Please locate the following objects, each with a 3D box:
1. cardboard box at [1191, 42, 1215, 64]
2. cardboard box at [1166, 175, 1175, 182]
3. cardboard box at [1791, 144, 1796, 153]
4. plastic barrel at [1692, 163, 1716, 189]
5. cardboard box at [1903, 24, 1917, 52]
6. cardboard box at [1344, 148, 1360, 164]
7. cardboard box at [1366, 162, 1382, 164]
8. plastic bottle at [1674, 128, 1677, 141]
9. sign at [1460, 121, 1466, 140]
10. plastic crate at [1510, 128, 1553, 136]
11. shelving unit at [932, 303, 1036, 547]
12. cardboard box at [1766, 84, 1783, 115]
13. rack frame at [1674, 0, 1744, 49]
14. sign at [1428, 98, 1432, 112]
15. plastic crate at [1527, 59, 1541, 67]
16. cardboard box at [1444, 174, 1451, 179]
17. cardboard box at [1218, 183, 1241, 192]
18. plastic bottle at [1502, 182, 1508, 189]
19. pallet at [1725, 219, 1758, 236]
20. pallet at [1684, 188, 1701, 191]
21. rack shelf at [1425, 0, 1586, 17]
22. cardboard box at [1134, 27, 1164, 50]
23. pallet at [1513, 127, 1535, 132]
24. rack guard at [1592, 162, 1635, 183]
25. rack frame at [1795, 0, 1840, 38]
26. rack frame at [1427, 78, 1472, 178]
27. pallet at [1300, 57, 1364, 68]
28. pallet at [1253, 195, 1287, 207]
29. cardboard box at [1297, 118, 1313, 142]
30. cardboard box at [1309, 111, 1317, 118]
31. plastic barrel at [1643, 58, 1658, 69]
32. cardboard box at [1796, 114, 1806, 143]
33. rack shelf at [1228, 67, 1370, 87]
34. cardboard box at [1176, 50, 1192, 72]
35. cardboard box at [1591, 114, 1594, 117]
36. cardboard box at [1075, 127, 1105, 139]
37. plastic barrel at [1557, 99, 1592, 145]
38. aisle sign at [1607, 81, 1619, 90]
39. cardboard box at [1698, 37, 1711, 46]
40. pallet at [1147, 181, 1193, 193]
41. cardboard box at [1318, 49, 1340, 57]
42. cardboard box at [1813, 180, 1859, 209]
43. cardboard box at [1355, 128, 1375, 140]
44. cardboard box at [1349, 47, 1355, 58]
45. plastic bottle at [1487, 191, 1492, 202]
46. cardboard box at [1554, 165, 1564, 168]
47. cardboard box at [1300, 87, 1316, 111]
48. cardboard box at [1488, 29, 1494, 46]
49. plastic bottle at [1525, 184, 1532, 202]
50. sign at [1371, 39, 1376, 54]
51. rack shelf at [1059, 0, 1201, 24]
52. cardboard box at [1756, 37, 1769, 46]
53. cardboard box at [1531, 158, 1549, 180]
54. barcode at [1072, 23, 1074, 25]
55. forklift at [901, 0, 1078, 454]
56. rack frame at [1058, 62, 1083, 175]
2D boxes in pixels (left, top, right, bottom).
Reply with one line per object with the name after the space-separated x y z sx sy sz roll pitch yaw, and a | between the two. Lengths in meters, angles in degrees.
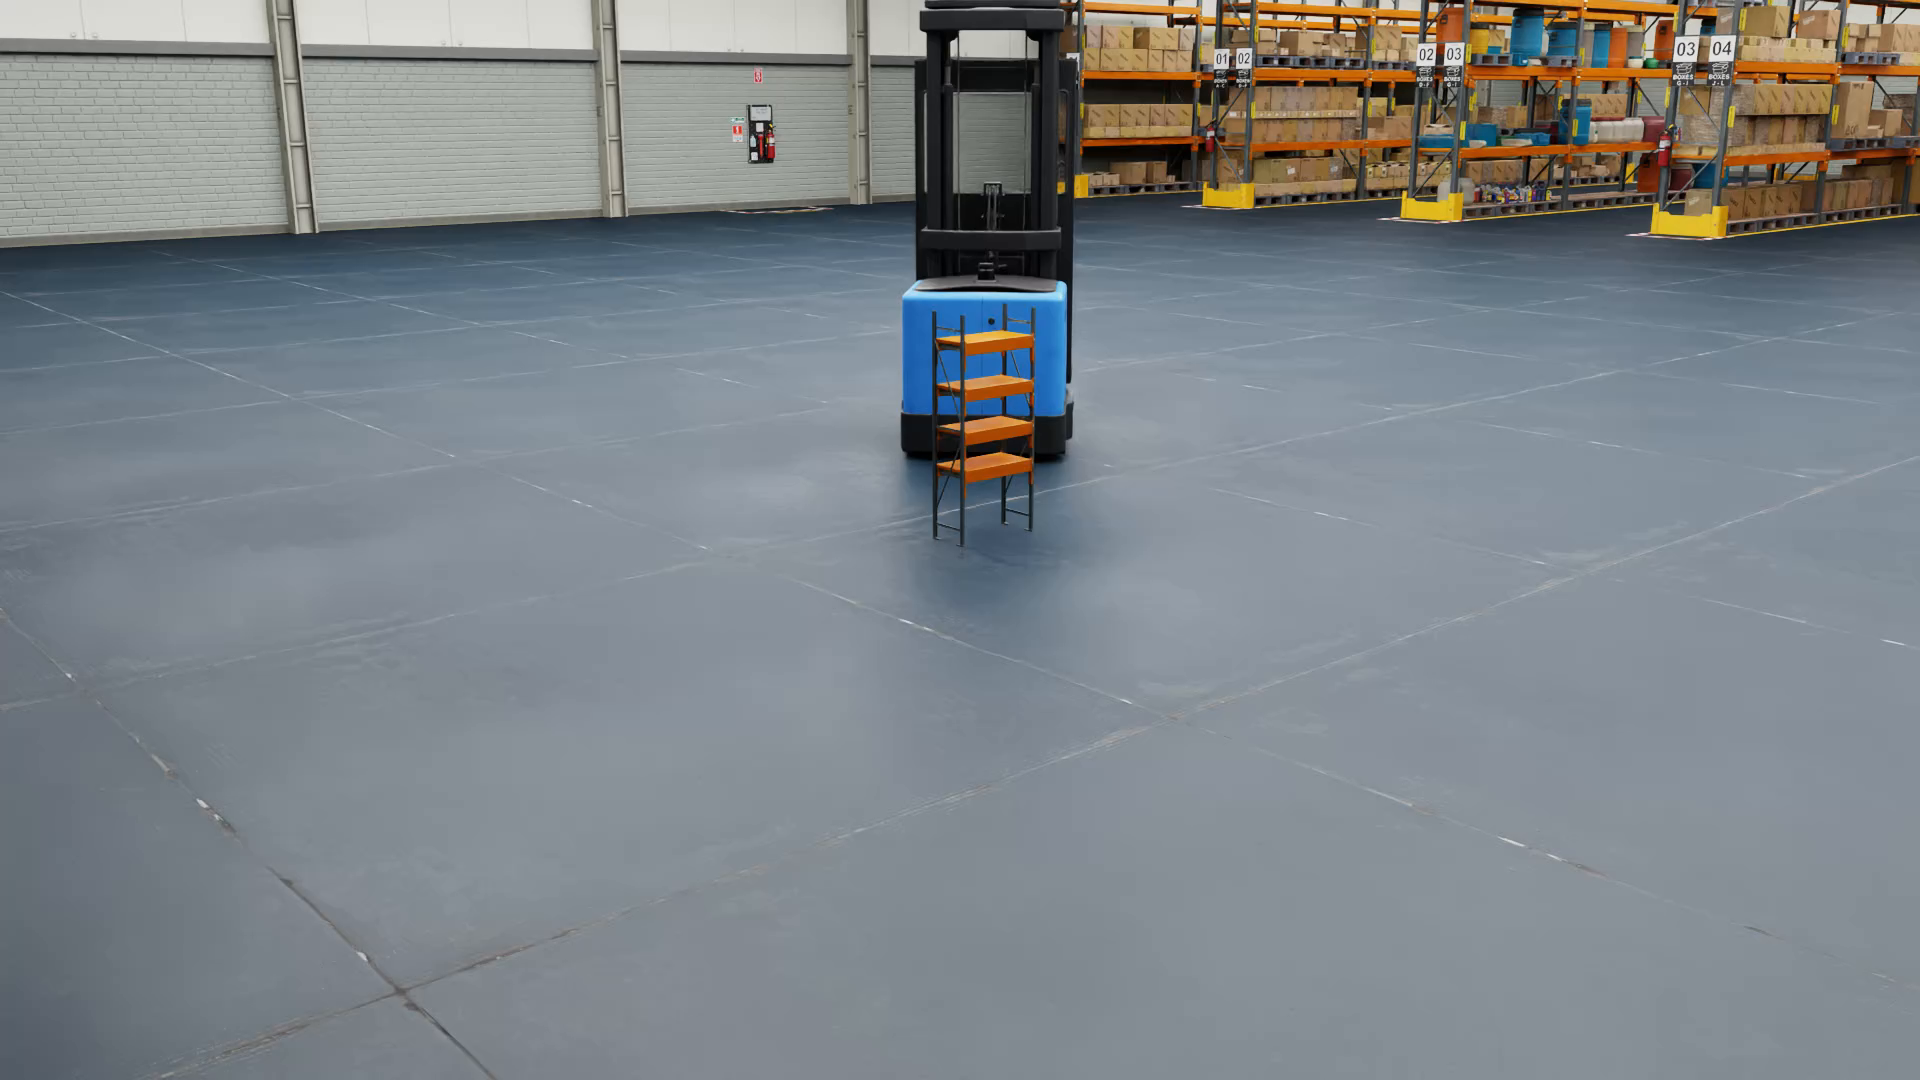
5.901 -11.915 40.724 0.500 0.500 0.500 -9 18 -32 | cardboard box
5.052 -8.885 40.837 0.380 0.166 0.250 13 20 40 | cardboard box
14.408 -6.878 29.172 0.250 0.149 0.380 -13 19 -39 | cardboard box
17.018 -8.544 38.178 0.708 0.901 0.600 -13 19 -39 | plastic barrel
17.633 -9.443 31.314 0.500 0.500 0.500 -13 20 -39 | cardboard box
10.397 -10.370 45.114 0.750 0.750 0.750 -12 19 -38 | cardboard box
9.574 -8.617 38.625 0.500 0.311 0.500 -13 20 -40 | cardboard box
15.601 -8.849 36.315 0.097 0.271 0.097 0 15 0 | plastic bottle
9.279 -7.557 30.693 0.005 0.325 0.100 -13 19 -39 | sign
11.461 -8.115 33.438 0.504 0.338 0.767 -13 19 -39 | plastic crate
0.125 -0.608 8.700 0.503 1.200 0.258 -13 19 -39 | shelving unit
13.525 -7.450 28.122 0.500 0.500 0.500 -13 19 -39 | cardboard box
12.173 -9.465 26.748 0.127 3.000 1.000 -13 19 -39 | rack frame
11.345 -10.477 40.069 0.005 0.325 0.100 -13 19 -39 | sign
10.994 -9.180 32.003 0.396 0.136 0.243 -13 19 -39 | plastic crate
11.471 -8.589 39.608 0.500 0.250 0.500 -12 19 -38 | cardboard box
5.883 -7.519 35.601 0.500 0.250 0.500 -13 19 -39 | cardboard box
11.058 -7.086 33.745 0.185 0.351 0.144 -12 19 -38 | plastic bottle
12.866 -5.363 28.420 1.213 0.211 1.003 -13 19 -39 | pallet
16.444 -7.886 37.866 1.213 0.211 1.003 -13 19 -39 | pallet
10.430 -10.228 31.771 4.000 0.370 1.077 -13 19 -39 | rack shelf
4.442 -11.805 39.149 0.500 0.500 0.500 -14 20 -41 | cardboard box
14.051 -10.322 41.953 1.213 0.211 1.003 -13 19 -39 | pallet
17.686 -9.986 45.166 0.348 0.500 1.175 -13 19 -39 | rack guard
20.992 -13.140 40.505 0.127 3.000 1.000 -13 19 -39 | rack frame
11.708 -9.851 39.818 0.127 3.000 1.000 -13 19 -39 | rack frame
8.064 -10.431 36.346 1.213 0.211 1.003 -13 19 -39 | pallet
6.222 -7.287 35.620 1.213 0.211 1.003 -13 19 -39 | pallet
7.199 -8.884 36.002 0.500 0.500 0.700 -12 19 -38 | cardboard box
7.469 -9.187 35.882 0.250 0.149 0.380 -12 19 -38 | cardboard box
14.804 -10.209 35.645 0.294 0.245 0.294 0 15 0 | plastic barrel
14.410 -7.295 29.476 0.500 0.500 0.875 -13 19 -39 | cardboard box
7.182 -9.937 35.719 4.000 0.370 1.077 -13 19 -39 | rack shelf
5.215 -11.511 39.985 0.500 0.500 0.500 -12 19 -38 | cardboard box
16.052 -10.782 43.110 0.500 0.500 0.500 -13 20 -40 | cardboard box
2.995 -9.418 38.448 0.500 0.250 0.500 -13 20 -41 | cardboard box
12.429 -8.457 33.629 0.708 0.901 0.600 -13 19 -39 | plastic barrel
17.602 -12.531 44.814 0.004 0.787 0.394 -13 19 -39 | aisle sign
12.177 -8.244 27.507 0.250 0.149 0.380 -13 19 -39 | cardboard box
4.952 -8.670 40.798 1.213 0.211 1.003 -13 19 -39 | pallet
7.960 -10.515 35.890 0.250 0.149 0.380 -13 19 -39 | cardboard box
16.462 -6.521 31.343 0.700 0.500 0.500 14 20 42 | cardboard box
9.033 -9.193 37.645 0.500 0.250 0.500 -11 19 -36 | cardboard box
10.357 -12.968 44.628 0.500 0.500 0.700 -13 20 -40 | cardboard box
10.567 -6.862 33.196 0.097 0.201 0.097 0 15 0 | plastic bottle
15.535 -9.721 43.689 0.500 0.311 0.500 -13 19 -39 | cardboard box
7.224 -9.517 35.860 0.500 0.500 0.700 -13 19 -39 | cardboard box
12.426 -11.991 39.885 0.500 0.500 0.500 -13 19 -39 | cardboard box
11.254 -6.889 33.009 0.185 0.351 0.144 -13 20 -40 | plastic bottle
9.056 -10.803 36.414 0.005 0.325 0.100 -13 19 -39 | sign
3.927 -12.348 38.940 4.000 0.370 1.077 -13 19 -39 | rack shelf
13.153 -8.262 27.574 0.250 0.149 0.380 -12 19 -37 | cardboard box
14.541 -9.394 42.099 0.500 0.500 0.500 -13 20 -40 | cardboard box
2.626 -11.948 38.561 0.075 0.075 0.001 -13 19 -39 | barcode
0.258 -2.290 11.644 1.130 2.935 3.031 1 15 4 | forklift
2.418 -9.460 38.353 0.127 3.000 1.000 -13 19 -39 | rack frame
